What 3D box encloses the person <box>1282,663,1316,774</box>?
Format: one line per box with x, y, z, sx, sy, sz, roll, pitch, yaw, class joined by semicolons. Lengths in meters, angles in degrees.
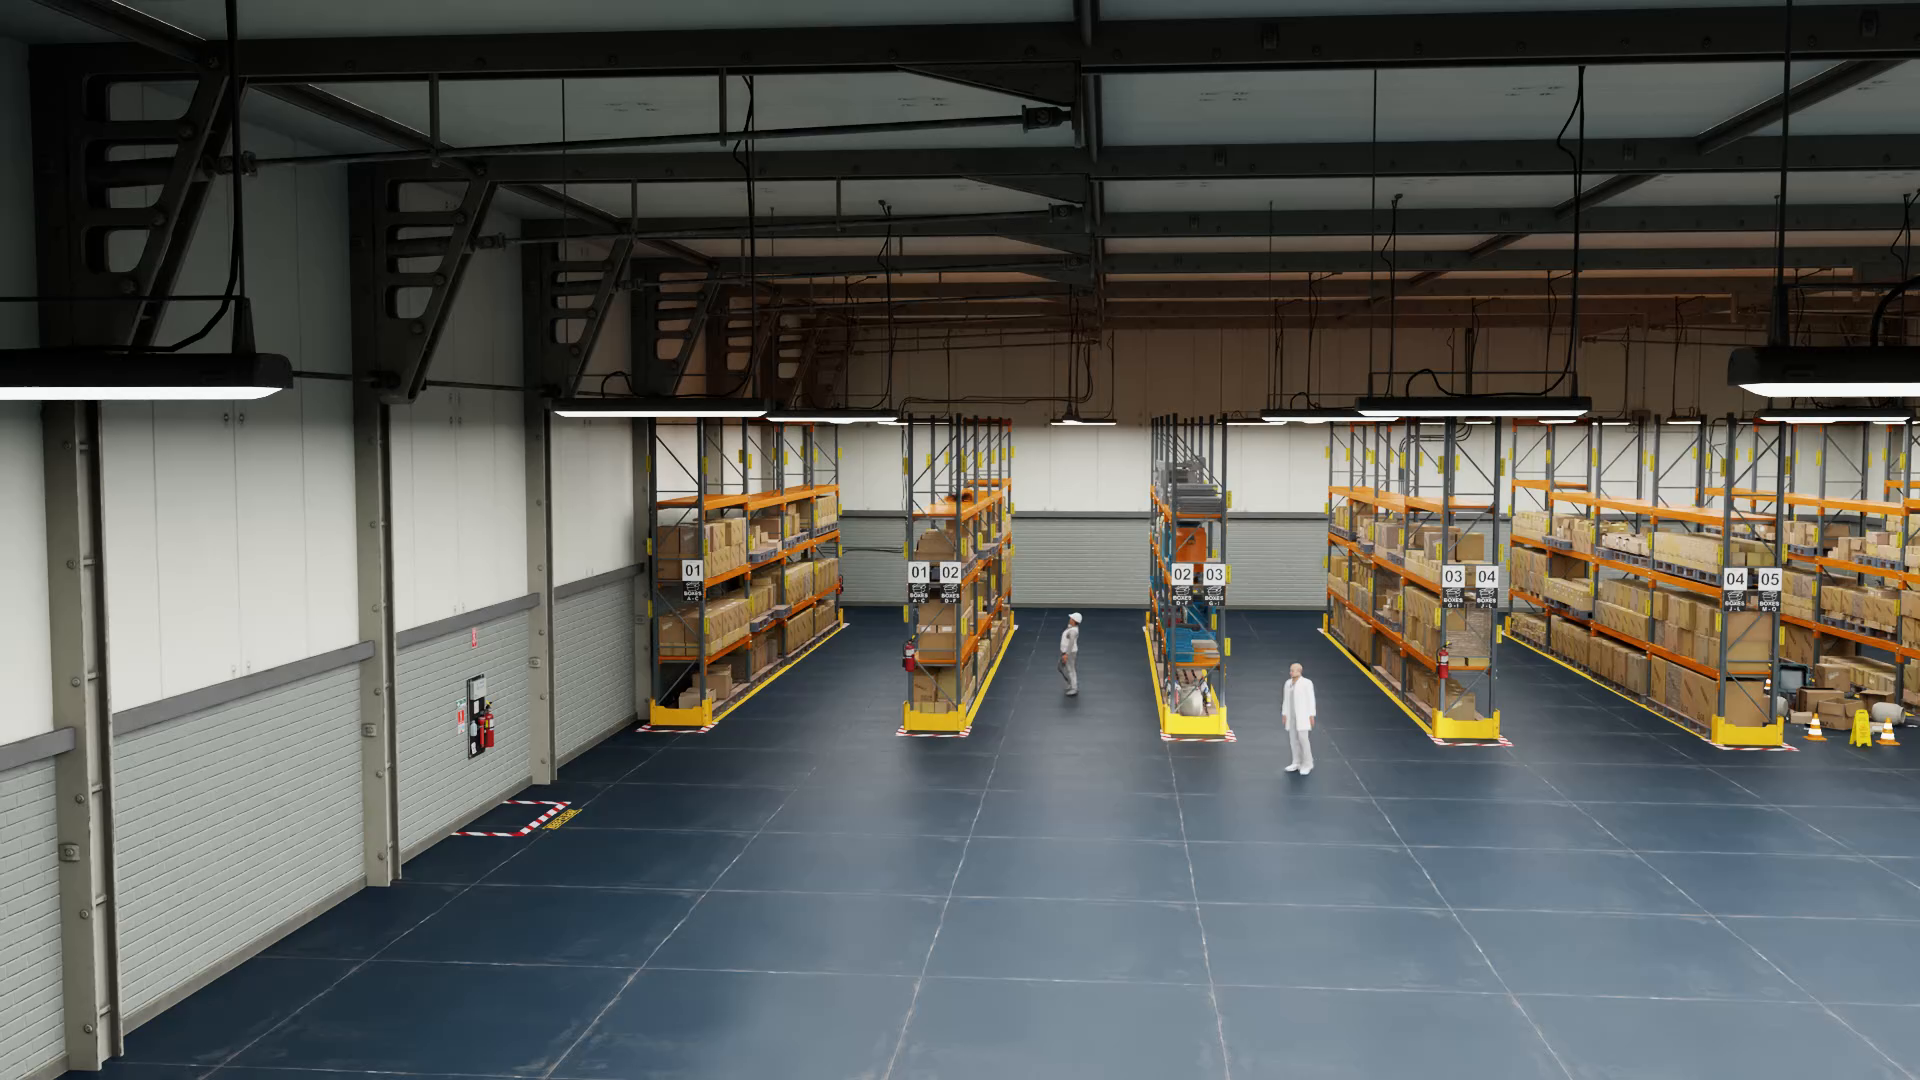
5.619;2.981;27.763;0.393;1.835;0.635;-3;5;-40;person

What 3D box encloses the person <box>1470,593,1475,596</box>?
13.923;1.820;45.695;0.444;1.635;0.983;0;4;3;person

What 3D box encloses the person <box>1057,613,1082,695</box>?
2.359;2.428;35.871;0.462;1.747;0.671;-1;4;-12;person
